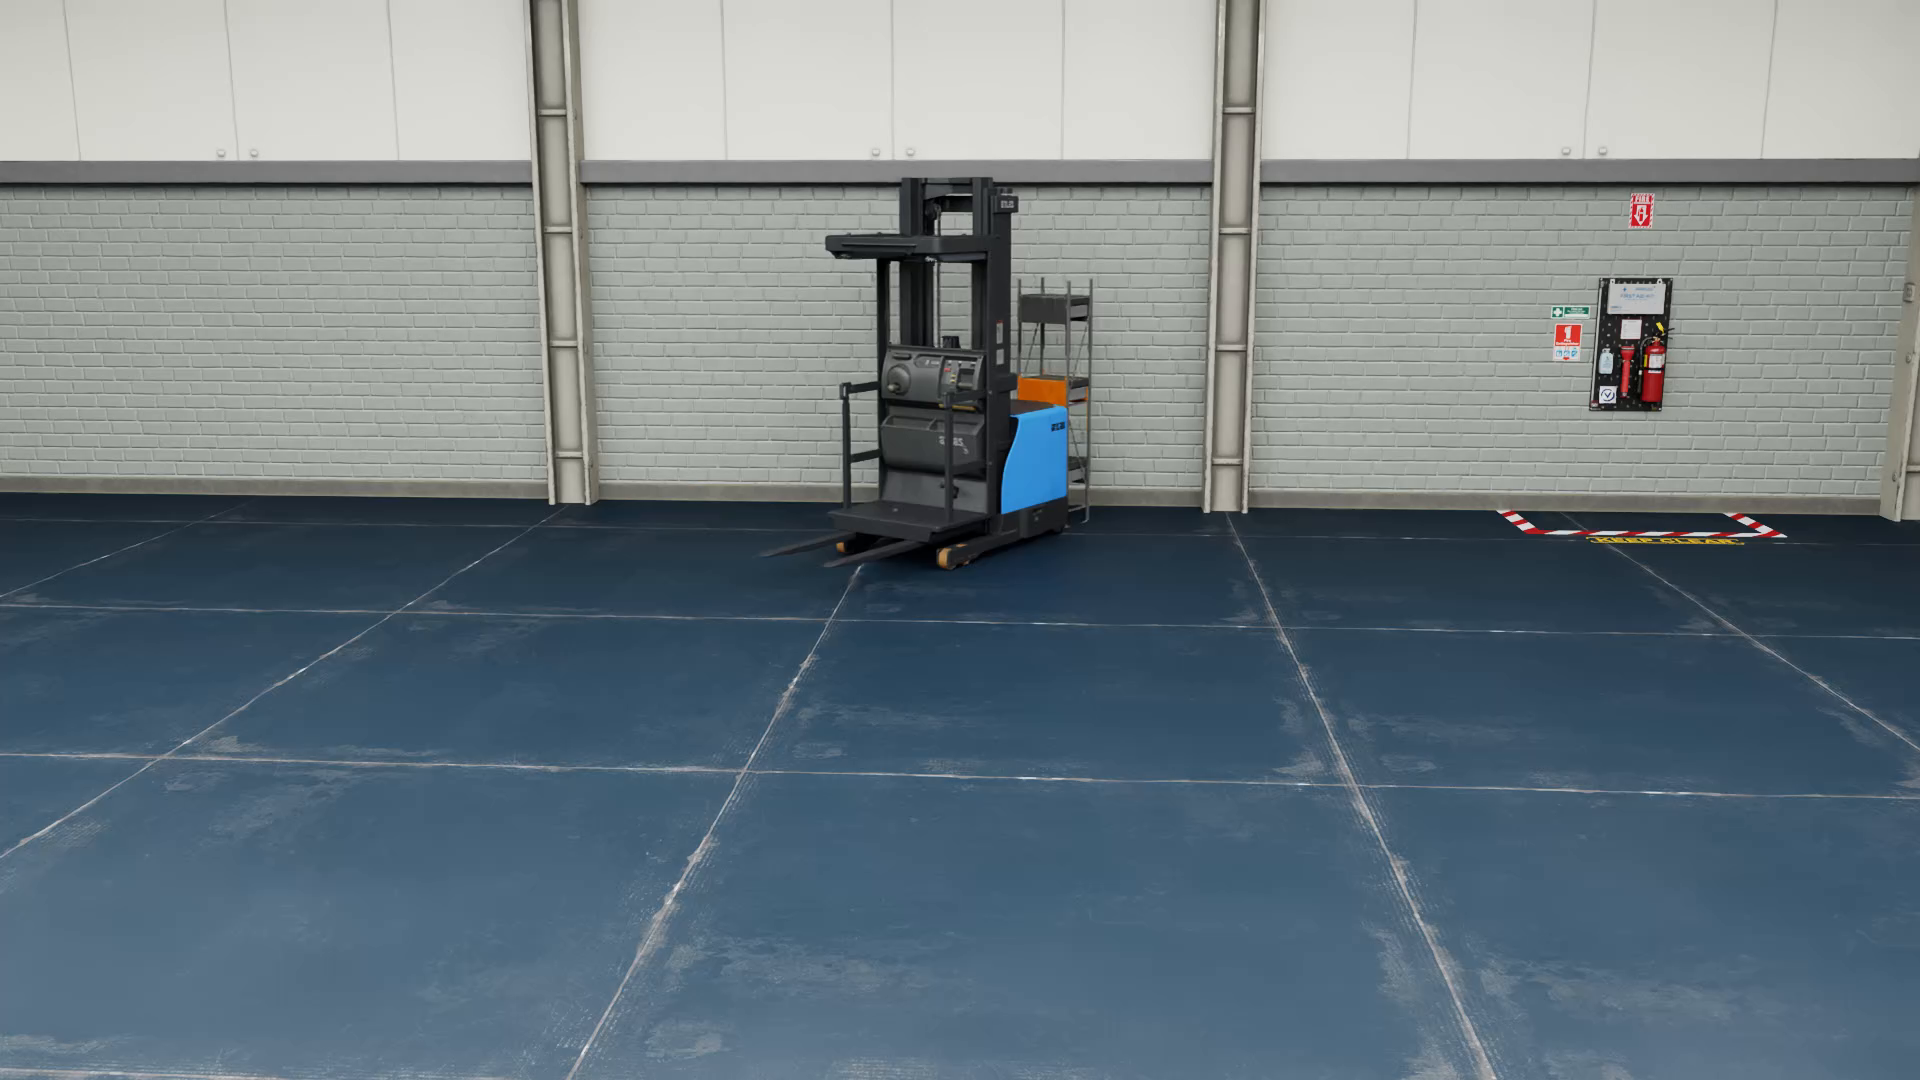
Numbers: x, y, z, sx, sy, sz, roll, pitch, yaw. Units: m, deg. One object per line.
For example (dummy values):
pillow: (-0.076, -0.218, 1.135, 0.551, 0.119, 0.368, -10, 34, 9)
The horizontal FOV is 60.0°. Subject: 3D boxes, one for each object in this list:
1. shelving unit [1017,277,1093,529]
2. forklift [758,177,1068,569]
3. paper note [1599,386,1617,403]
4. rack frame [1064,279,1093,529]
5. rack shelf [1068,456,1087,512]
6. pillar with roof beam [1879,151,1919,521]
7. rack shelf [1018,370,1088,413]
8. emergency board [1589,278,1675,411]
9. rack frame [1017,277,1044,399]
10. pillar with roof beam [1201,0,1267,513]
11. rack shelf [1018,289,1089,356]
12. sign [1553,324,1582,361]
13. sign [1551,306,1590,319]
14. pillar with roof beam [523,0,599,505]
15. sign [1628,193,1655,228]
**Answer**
shelving unit: (0.811, -1.188, 14.320, 0.503, 2.100, 0.431, 8, 14, 34)
forklift: (-0.339, -1.319, 12.917, 1.130, 2.935, 3.031, 8, 14, 34)
paper note: (5.751, -1.289, 14.757, 0.142, 0.148, 0.016, 1, 12, 4)
rack frame: (1.011, -1.160, 14.183, 0.015, 2.100, 0.400, 8, 14, 34)
rack shelf: (0.811, -0.490, 14.466, 0.480, 0.518, 0.431, 8, 14, 34)
pillar with roof beam: (8.098, -3.719, 9.570, 0.400, 9.000, 9.100, 1, 12, 4)
rack shelf: (0.811, -1.175, 14.322, 0.480, 0.518, 0.431, 8, 14, 34)
emergency board: (5.923, -1.704, 14.587, 0.643, 1.169, 0.194, 1, 12, 4)
rack frame: (0.610, -1.217, 14.456, 0.015, 2.100, 0.400, 8, 14, 34)
pillar with roof beam: (2.111, -3.801, 9.962, 0.400, 9.000, 9.100, 1, 12, 4)
rack shelf: (0.811, -1.860, 14.179, 0.480, 0.518, 0.431, 8, 14, 34)
sign: (5.378, -1.750, 14.721, 0.234, 0.329, 0.001, 1, 12, 4)
sign: (5.382, -2.007, 14.657, 0.331, 0.109, 0.001, 1, 12, 4)
pillar with roof beam: (-3.875, -3.883, 10.355, 0.400, 9.000, 9.100, 1, 12, 4)
sign: (5.921, -2.859, 14.448, 0.199, 0.298, 0.001, 1, 12, 4)
